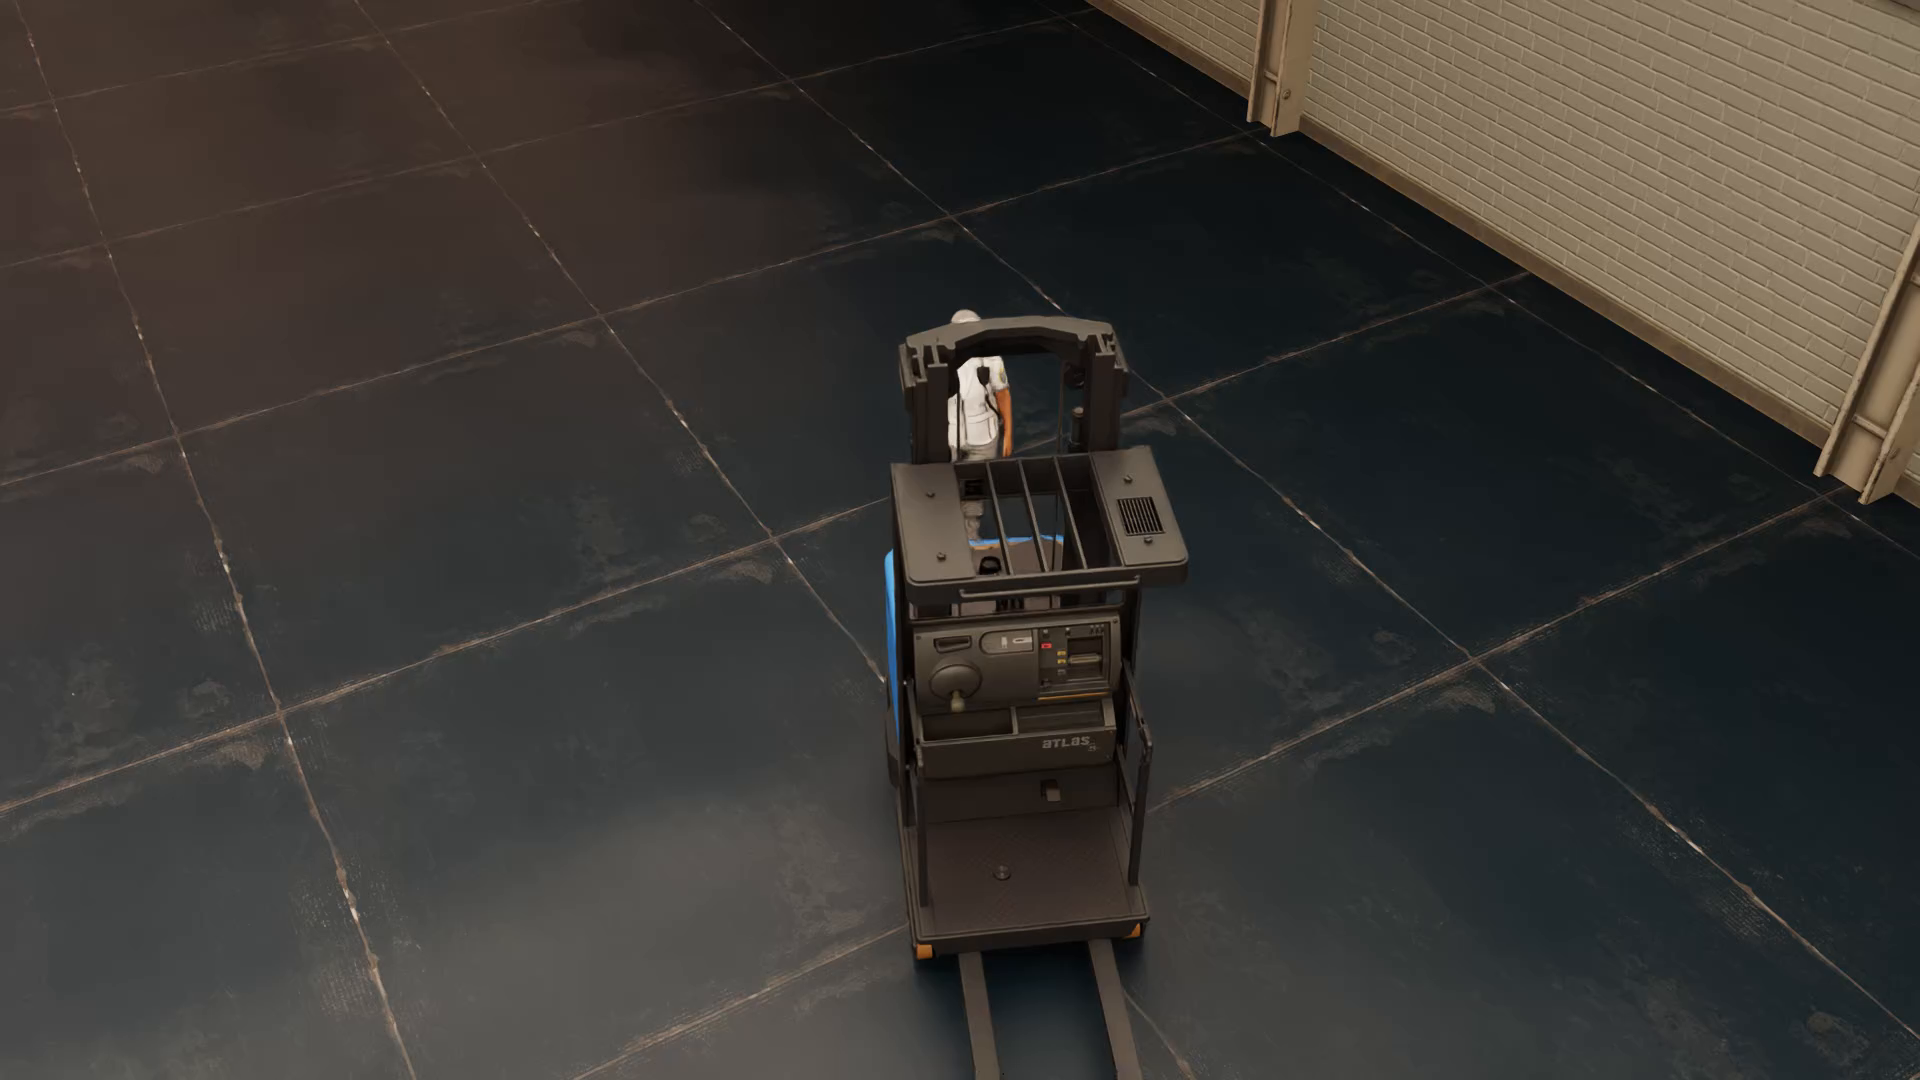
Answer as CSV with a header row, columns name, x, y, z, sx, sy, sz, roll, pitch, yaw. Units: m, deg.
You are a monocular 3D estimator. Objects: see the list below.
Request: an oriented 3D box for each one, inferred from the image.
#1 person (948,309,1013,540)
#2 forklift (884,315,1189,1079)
name,x,y,z,sx,sy,sz,roll,pitch,yaw
person,0.022,-0.541,9.699,0.588,1.663,0.584,-3,40,-3
forklift,0.287,0.628,7.279,1.130,2.935,3.031,-4,40,-5
